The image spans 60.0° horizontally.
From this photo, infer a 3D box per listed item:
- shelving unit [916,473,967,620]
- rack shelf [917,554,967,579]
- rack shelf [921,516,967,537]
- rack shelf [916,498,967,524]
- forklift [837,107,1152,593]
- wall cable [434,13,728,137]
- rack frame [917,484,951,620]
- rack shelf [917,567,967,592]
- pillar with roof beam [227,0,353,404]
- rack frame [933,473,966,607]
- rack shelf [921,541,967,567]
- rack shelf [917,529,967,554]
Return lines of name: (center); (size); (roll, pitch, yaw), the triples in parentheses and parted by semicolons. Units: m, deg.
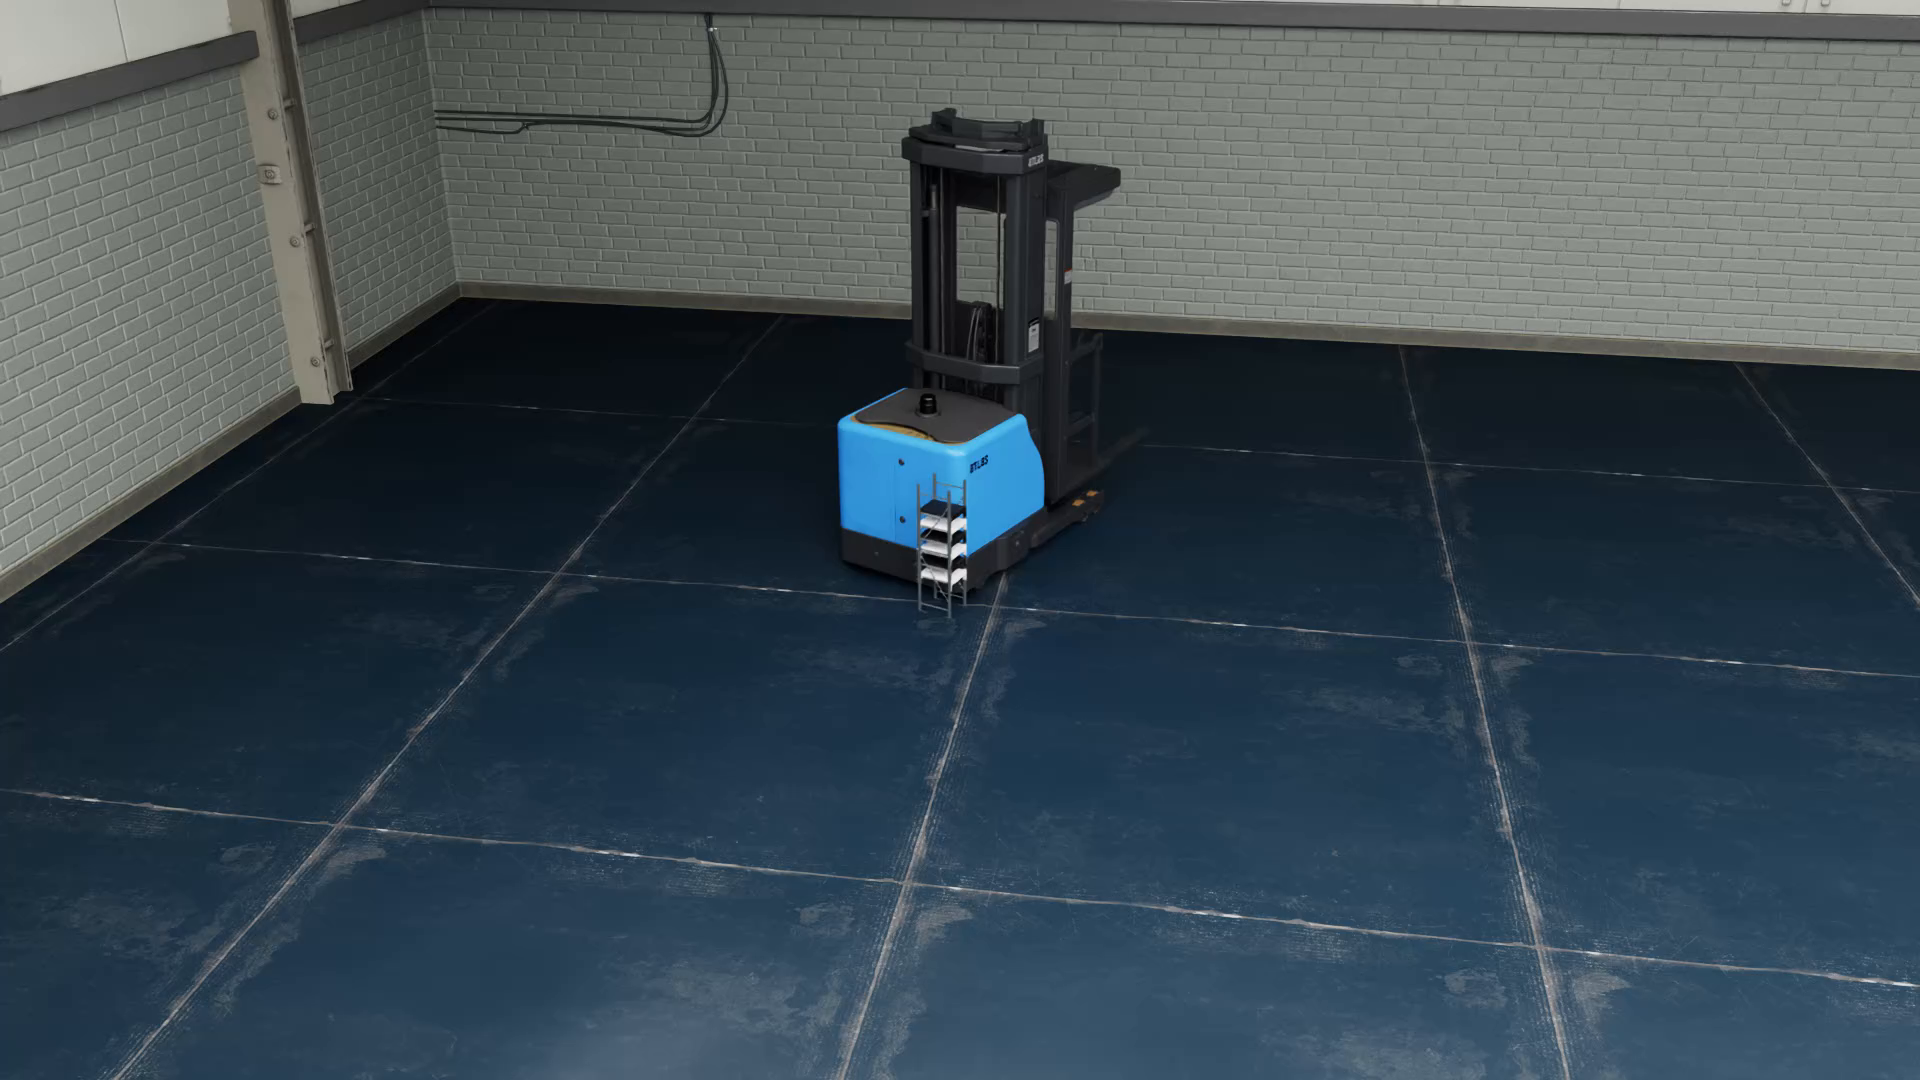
shelving unit: (-0.115, 0.042, 10.642); (0.258, 0.900, 0.210); (13, 28, 26)
rack shelf: (-0.115, 0.154, 10.695); (0.258, 0.077, 0.200); (13, 28, 26)
rack shelf: (-0.115, -0.091, 10.580); (0.258, 0.077, 0.200); (13, 28, 26)
rack shelf: (-0.115, -0.172, 10.542); (0.258, 0.077, 0.200); (13, 28, 26)
forklift: (0.407, -1.556, 11.661); (1.130, 2.935, 3.031); (16, 29, 30)
wall cable: (-3.734, -5.067, 15.668); (3.097, 2.526, 0.112); (4, 25, 9)
rack frame: (-0.164, 0.080, 10.562); (0.240, 0.900, 0.006); (13, 28, 26)
rack shelf: (-0.115, 0.236, 10.733); (0.258, 0.077, 0.200); (13, 28, 26)
pillar with roof beam: (-1.273, -5.035, 11.936); (9.100, 9.000, 0.400); (4, 25, 9)
rack frame: (-0.066, 0.005, 10.723); (0.240, 0.900, 0.006); (13, 28, 26)
rack shelf: (-0.115, 0.073, 10.656); (0.258, 0.077, 0.200); (13, 28, 26)
rack shelf: (-0.115, -0.009, 10.618); (0.258, 0.077, 0.200); (13, 28, 26)
